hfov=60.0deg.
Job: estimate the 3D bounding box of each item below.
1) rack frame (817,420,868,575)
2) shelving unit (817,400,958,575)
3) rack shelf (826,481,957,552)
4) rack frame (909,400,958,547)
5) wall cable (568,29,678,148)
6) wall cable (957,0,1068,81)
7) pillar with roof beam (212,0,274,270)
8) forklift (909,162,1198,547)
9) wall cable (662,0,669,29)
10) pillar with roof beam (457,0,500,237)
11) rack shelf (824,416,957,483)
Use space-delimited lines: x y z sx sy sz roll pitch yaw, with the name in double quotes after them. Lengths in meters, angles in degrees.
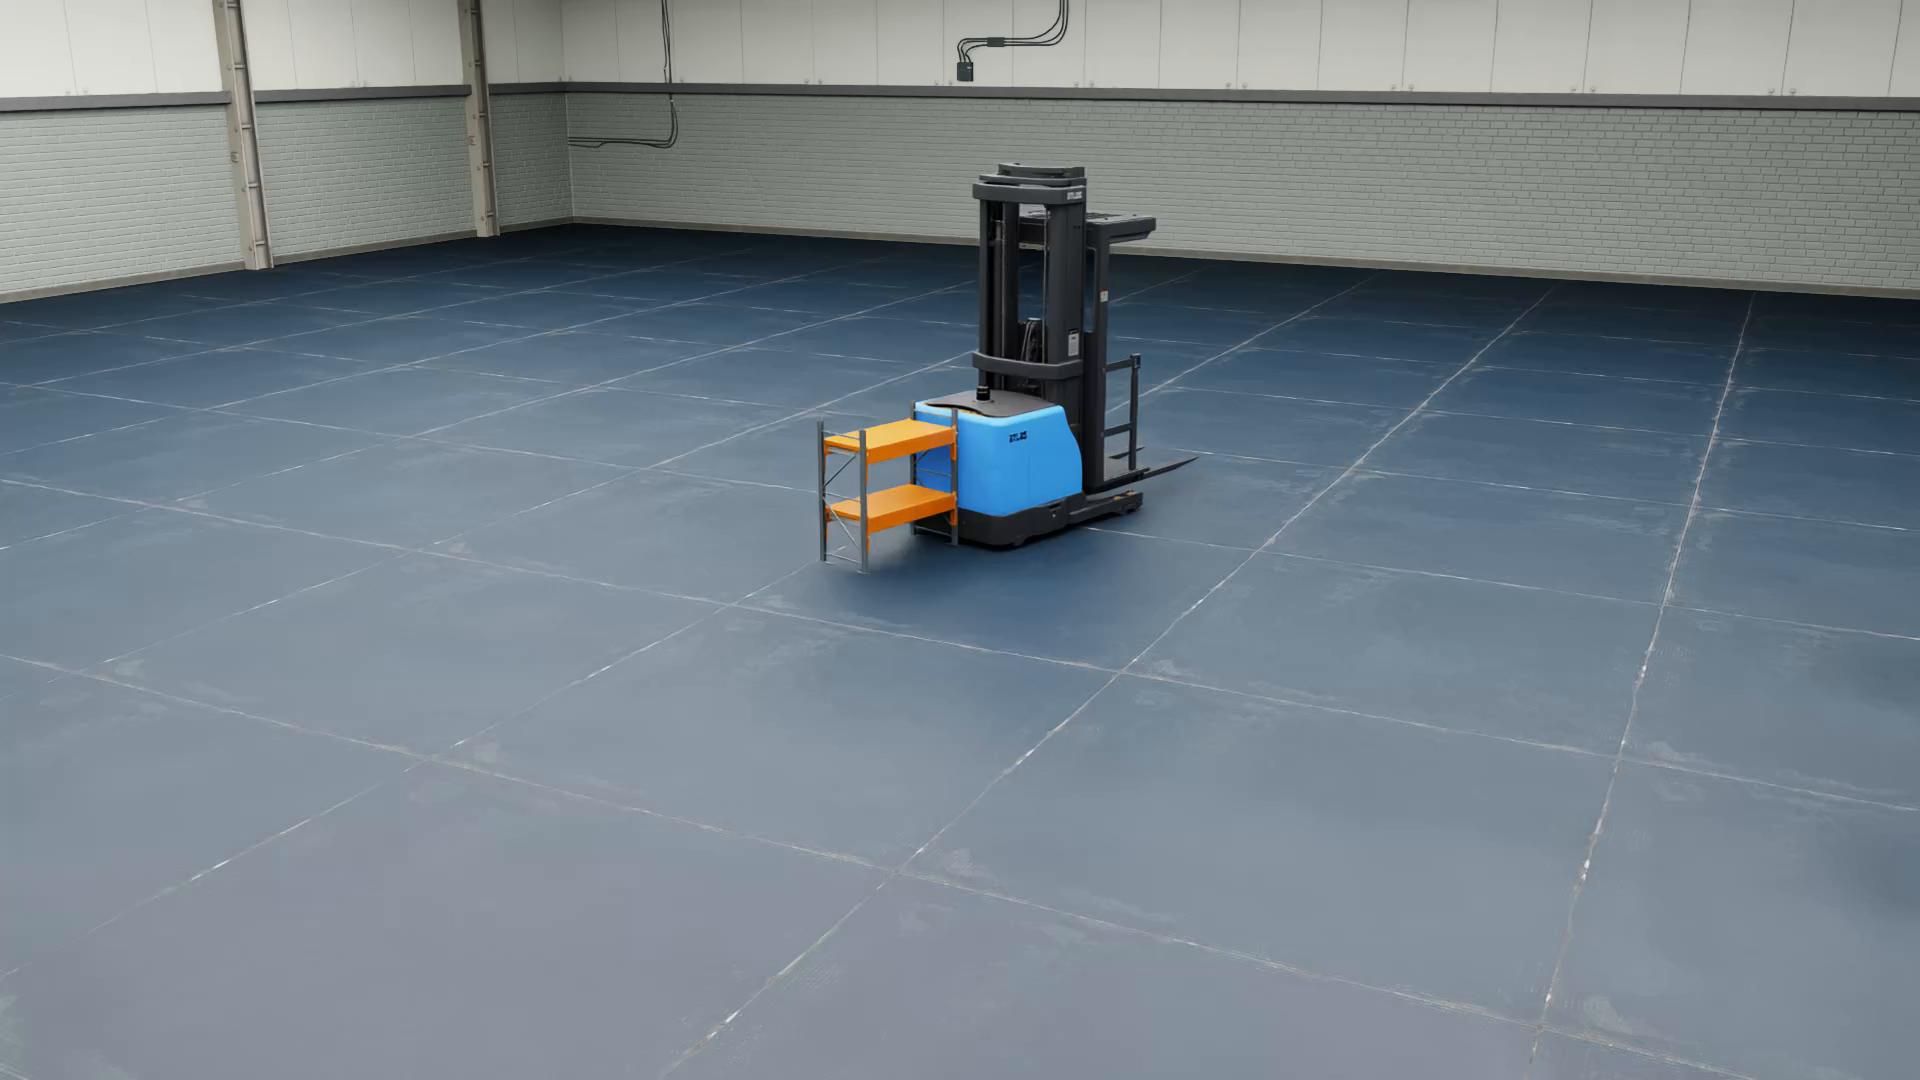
-0.892 -0.322 12.631 0.500 1.125 0.032 14 22 40 "rack frame"
-0.551 -0.429 12.993 0.538 1.125 1.048 14 22 40 "shelving unit"
-0.551 -0.194 13.062 0.538 0.278 1.000 14 22 40 "rack shelf"
-0.210 -0.536 13.354 0.500 1.125 0.032 14 22 40 "rack frame"
-7.498 -9.854 36.349 3.097 2.526 0.112 8 18 25 "wall cable"
0.988 -11.761 31.342 2.305 6.003 0.169 8 18 25 "wall cable"
-8.827 -8.684 26.957 9.100 9.000 0.400 8 18 25 "pillar with roof beam"
0.935 -1.701 14.103 1.130 2.935 3.031 14 22 40 "forklift"
-5.078 -11.930 34.471 3.097 2.526 0.112 8 18 25 "wall cable"
-6.146 -10.212 32.102 9.100 9.000 0.400 8 18 25 "pillar with roof beam"
-0.551 -0.709 12.909 0.538 0.278 1.000 14 22 40 "rack shelf"
